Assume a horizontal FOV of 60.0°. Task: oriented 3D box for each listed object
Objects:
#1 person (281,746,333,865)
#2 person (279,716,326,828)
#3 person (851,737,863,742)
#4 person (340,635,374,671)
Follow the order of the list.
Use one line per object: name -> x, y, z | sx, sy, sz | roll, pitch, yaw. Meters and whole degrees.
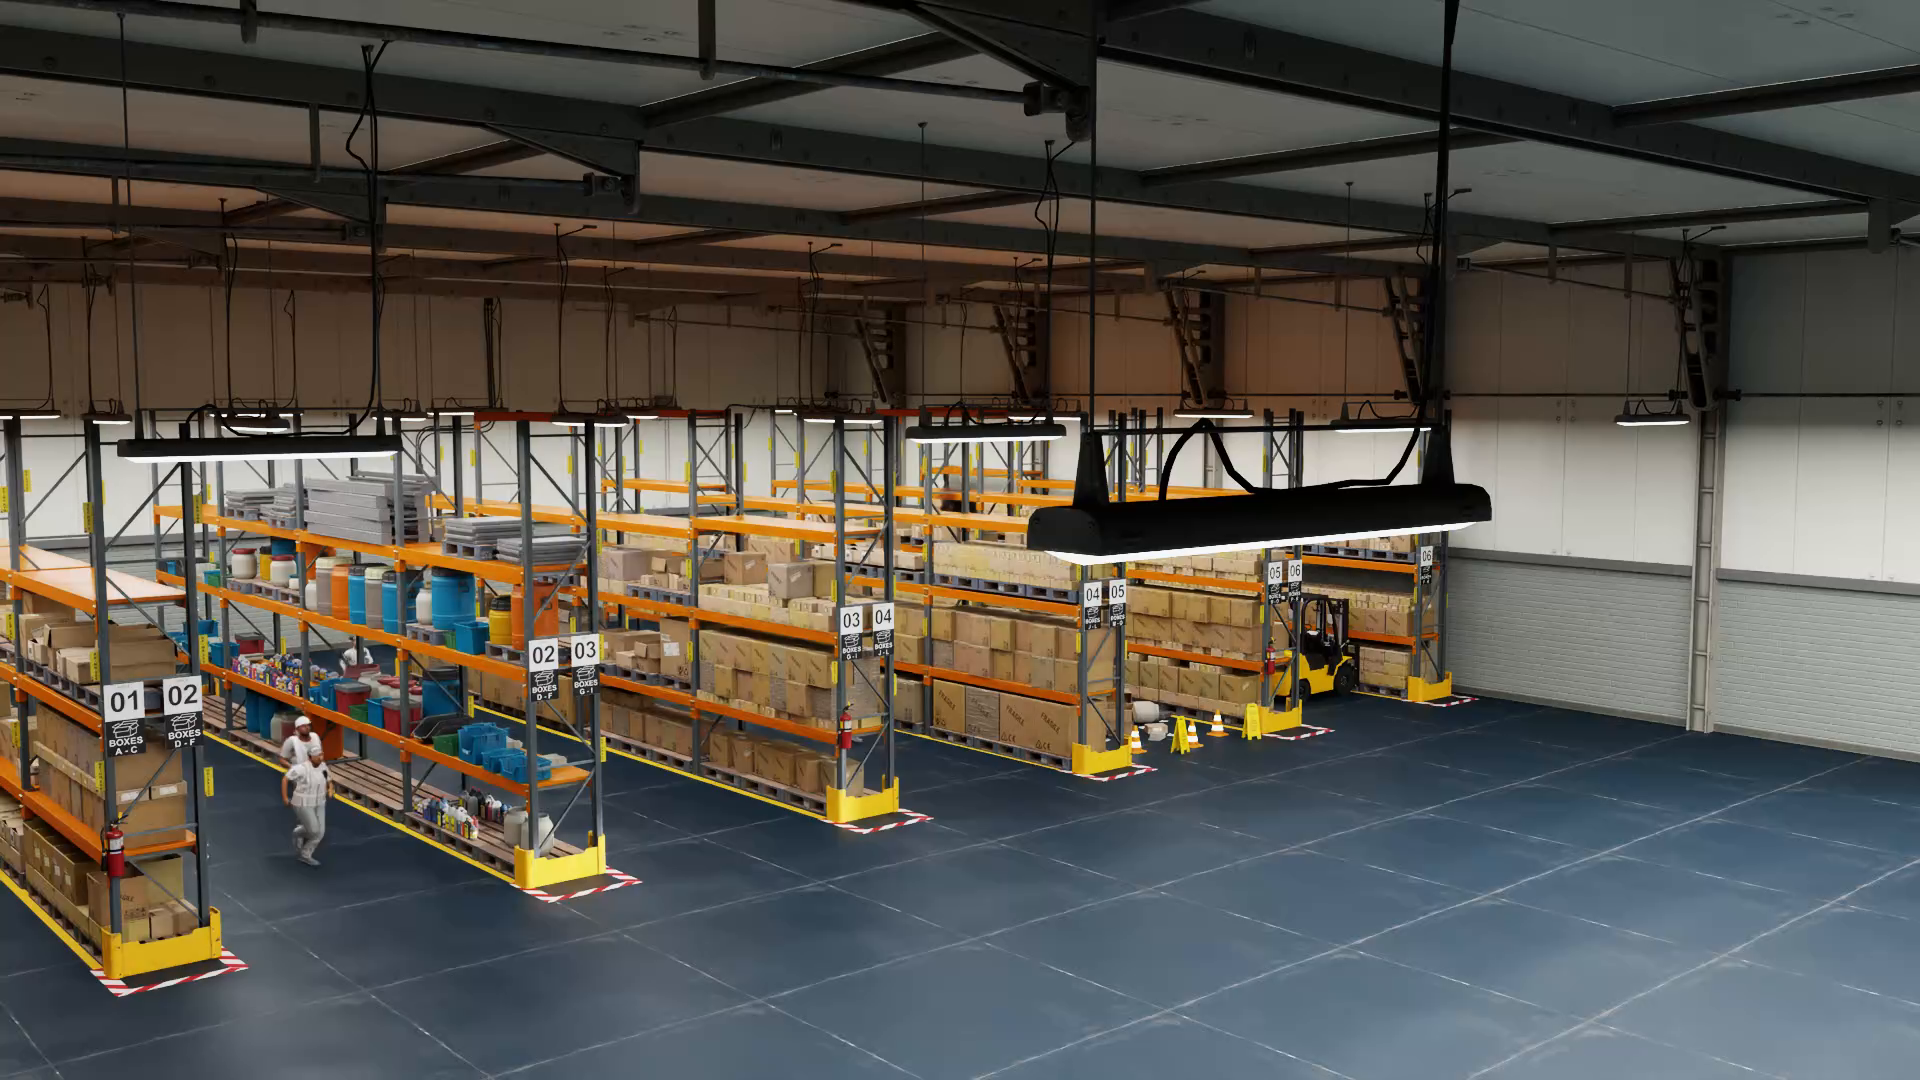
person -> -8.729, 3.576, 22.382 | 0.624, 1.620, 0.645 | 3, 6, 34
person -> -9.298, 3.375, 23.652 | 0.680, 1.740, 0.573 | -5, 7, -44
person -> -2.030, 2.812, 30.435 | 0.678, 1.728, 0.643 | -4, 7, -42
person -> -11.623, 2.643, 32.119 | 0.610, 1.694, 0.860 | -4, 7, -41
